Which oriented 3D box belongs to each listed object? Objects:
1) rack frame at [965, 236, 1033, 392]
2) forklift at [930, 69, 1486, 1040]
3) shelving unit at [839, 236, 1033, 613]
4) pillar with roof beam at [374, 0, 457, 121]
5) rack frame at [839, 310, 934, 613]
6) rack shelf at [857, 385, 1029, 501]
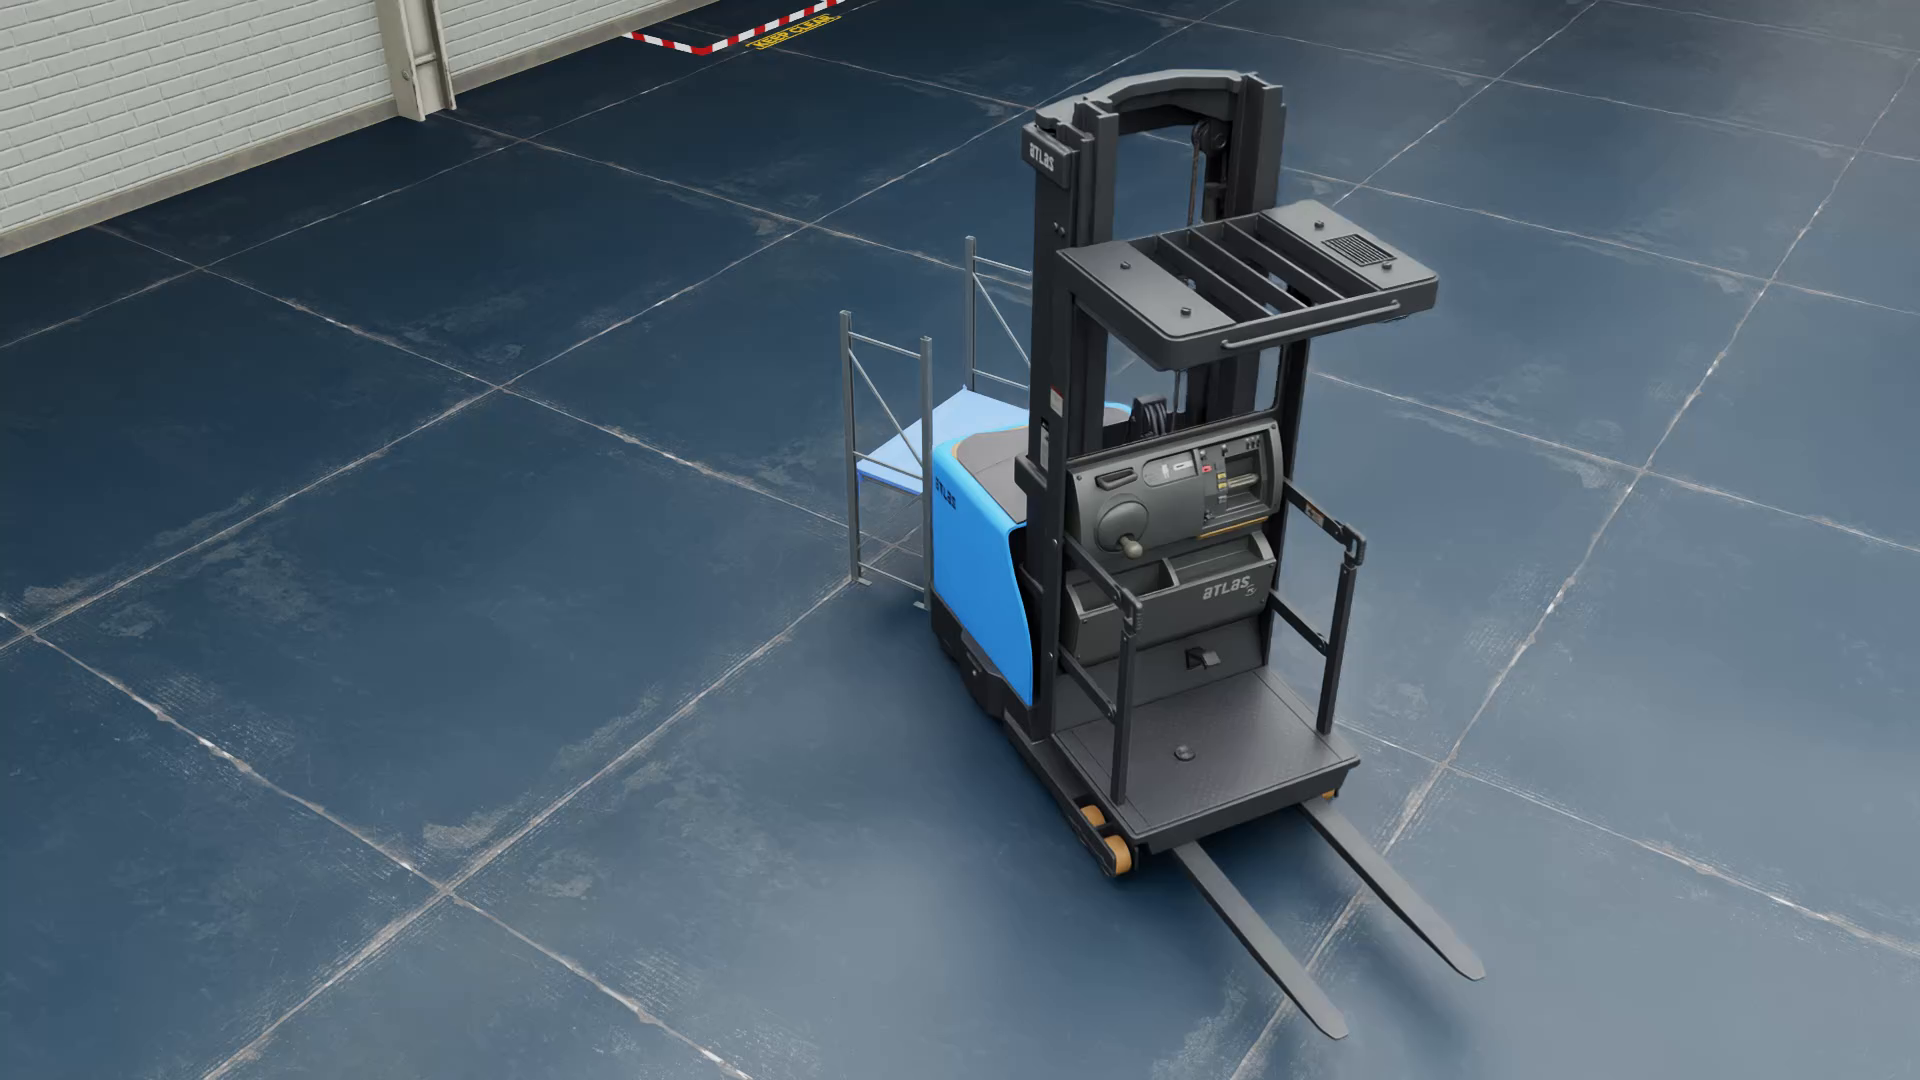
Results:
[{"bbox_3d":[0.241,-0.816,8.618,0.500,1.500,0.032,21,39,28],"label":"rack frame"},{"bbox_3d":[0.952,-0.136,6.335,1.130,2.935,3.031,-15,37,-21],"label":"forklift"},{"bbox_3d":[-0.049,-0.582,8.272,0.538,1.500,1.048,21,39,28],"label":"shelving unit"},{"bbox_3d":[-0.998,-5.999,9.588,9.100,9.000,0.400,21,39,28],"label":"pillar with roof beam"},{"bbox_3d":[-0.338,-0.348,7.926,0.500,1.500,0.032,21,39,28],"label":"rack frame"},{"bbox_3d":[-0.049,-0.433,8.373,0.538,0.185,1.000,21,39,28],"label":"rack shelf"}]
